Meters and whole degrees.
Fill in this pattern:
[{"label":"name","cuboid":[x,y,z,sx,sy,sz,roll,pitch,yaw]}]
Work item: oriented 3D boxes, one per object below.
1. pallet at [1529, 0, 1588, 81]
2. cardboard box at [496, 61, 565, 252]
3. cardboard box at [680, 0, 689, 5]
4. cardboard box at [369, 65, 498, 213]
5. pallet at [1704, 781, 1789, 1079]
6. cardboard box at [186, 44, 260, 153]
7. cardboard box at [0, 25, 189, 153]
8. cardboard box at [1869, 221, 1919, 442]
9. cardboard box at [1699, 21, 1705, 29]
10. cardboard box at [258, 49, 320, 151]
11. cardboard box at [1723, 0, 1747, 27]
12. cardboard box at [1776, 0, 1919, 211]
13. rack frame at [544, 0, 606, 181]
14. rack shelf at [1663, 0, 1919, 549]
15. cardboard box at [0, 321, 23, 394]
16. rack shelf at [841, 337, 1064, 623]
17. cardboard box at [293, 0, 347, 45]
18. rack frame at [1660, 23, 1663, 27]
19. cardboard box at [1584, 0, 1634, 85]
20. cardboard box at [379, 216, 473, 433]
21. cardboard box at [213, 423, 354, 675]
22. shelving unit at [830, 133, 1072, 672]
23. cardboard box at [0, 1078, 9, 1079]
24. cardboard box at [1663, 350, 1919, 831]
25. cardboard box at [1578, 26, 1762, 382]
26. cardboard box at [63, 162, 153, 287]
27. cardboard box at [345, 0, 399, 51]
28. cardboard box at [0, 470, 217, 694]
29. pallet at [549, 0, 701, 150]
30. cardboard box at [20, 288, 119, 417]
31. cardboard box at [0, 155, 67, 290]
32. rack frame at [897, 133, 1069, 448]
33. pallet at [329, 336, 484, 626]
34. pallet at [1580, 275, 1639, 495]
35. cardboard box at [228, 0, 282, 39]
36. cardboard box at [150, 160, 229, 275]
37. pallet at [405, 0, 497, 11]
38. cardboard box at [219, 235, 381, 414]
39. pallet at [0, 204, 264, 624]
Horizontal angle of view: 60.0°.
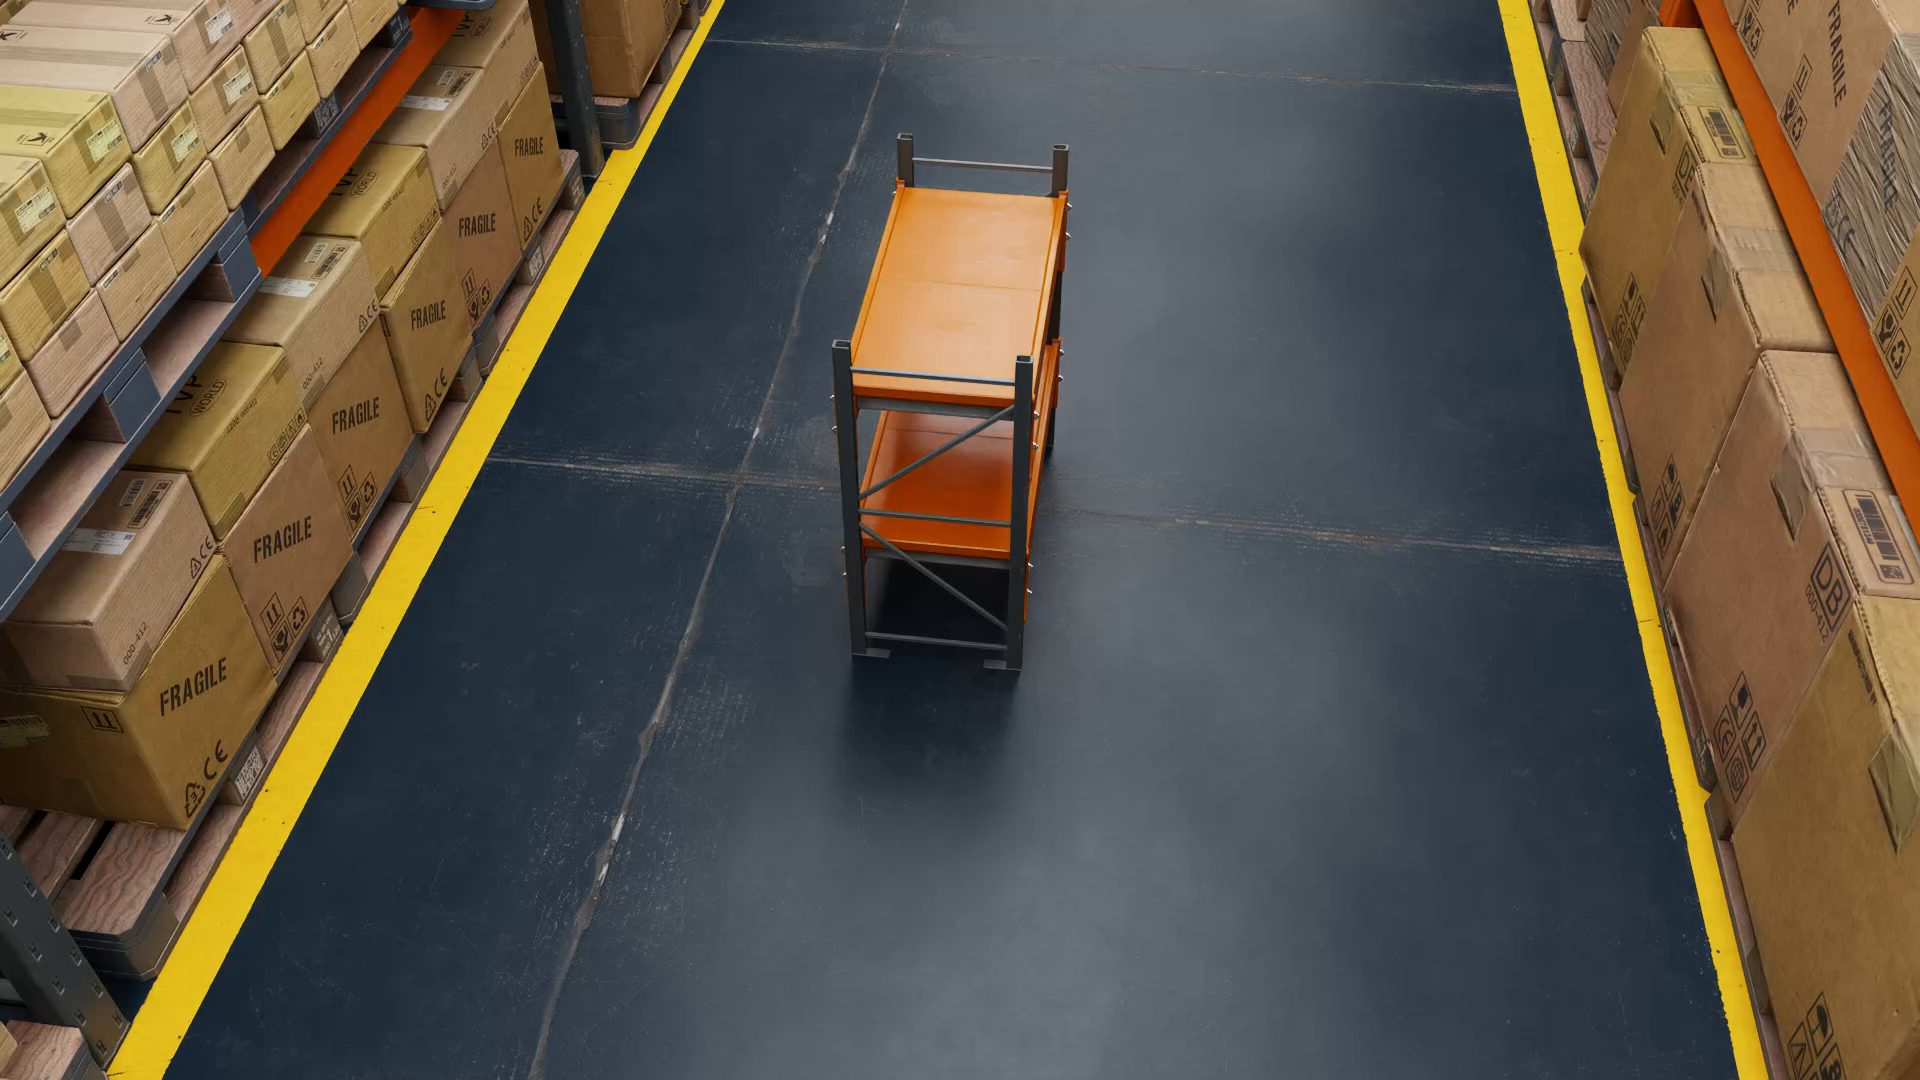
[{"label":"pallet","cuboid":[3.200,-2.475,7.711,1.003,0.211,1.213,5,44,6]},{"label":"cardboard box","cuboid":[-1.800,-1.419,6.079,0.500,0.500,0.500,5,44,5]},{"label":"cardboard box","cuboid":[-1.690,-2.985,7.551,1.050,0.750,0.750,6,44,6]},{"label":"cardboard box","cuboid":[-1.859,-1.328,5.438,0.500,0.250,0.500,6,44,6]},{"label":"pallet","cuboid":[2.430,1.080,3.956,1.003,0.211,1.213,5,44,6]},{"label":"cardboard box","cuboid":[-1.860,-1.030,3.817,0.380,0.149,0.250,7,44,7]},{"label":"cardboard box","cuboid":[-1.890,-0.959,3.526,0.380,0.149,0.250,5,44,5]},{"label":"cardboard box","cuboid":[2.328,-0.473,3.496,0.500,0.500,0.500,5,44,5]},{"label":"cardboard box","cuboid":[2.990,-2.110,6.249,0.500,0.250,0.500,7,44,7]},{"label":"cardboard box","cuboid":[-1.826,-1.098,4.106,0.380,0.149,0.250,5,44,5]},{"label":"cardboard box","cuboid":[2.597,-1.856,4.956,0.500,0.500,0.500,6,44,7]},{"label":"cardboard box","cuboid":[2.467,-1.155,4.215,0.500,0.500,0.500,5,44,5]},{"label":"rack frame","cuboid":[-1.972,-2.646,5.863,1.000,3.000,0.127,5,44,6]},{"label":"rack shelf","cuboid":[2.667,-0.502,4.122,1.077,0.370,4.000,5,44,6]},{"label":"cardboard box","cuboid":[-1.993,-0.316,3.063,0.380,0.149,0.250,6,44,6]},{"label":"rack shelf","cuboid":[-0.001,-0.226,5.027,0.538,0.278,1.000,5,44,6]},{"label":"cardboard box","cuboid":[-1.788,-1.382,4.189,0.380,0.149,0.250,4,44,5]},{"label":"rack frame","cuboid":[2.931,-2.126,5.314,1.000,3.000,0.127,5,44,6]},{"label":"cardboard box","cuboid":[3.060,-2.216,6.907,0.700,0.500,0.500,2,43,2]},{"label":"cardboard box","cuboid":[-1.926,-0.703,5.324,0.500,0.500,0.500,3,44,4]},{"label":"cardboard box","cuboid":[-2.072,-0.005,4.586,0.500,0.500,0.500,7,44,7]},{"label":"shelving unit","cuboid":[-0.001,-0.404,4.858,0.538,1.125,1.048,5,44,6]},{"label":"cardboard box","cuboid":[-2.215,1.261,3.505,0.380,0.149,0.250,6,44,6]},{"label":"cardboard box","cuboid":[2.584,0.172,4.127,1.225,0.875,0.875,4,44,4]},{"label":"cardboard box","cuboid":[2.819,-1.039,5.405,1.225,0.875,0.875,3,44,4]},{"label":"cardboard box","cuboid":[-1.927,-0.669,3.435,0.380,0.149,0.250,6,44,7]},{"label":"cardboard box","cuboid":[-1.756,-1.456,4.483,0.380,0.149,0.250,6,44,7]},{"label":"cardboard box","cuboid":[-2.141,0.083,3.948,0.500,0.250,0.500,3,44,4]},{"label":"pallet","cuboid":[-1.793,-2.164,7.382,1.003,0.211,1.213,5,44,6]},{"label":"cardboard box","cuboid":[-1.962,-0.397,3.365,0.380,0.149,0.250,6,44,6]},{"label":"cardboard box","cuboid":[-1.962,-0.615,3.162,0.380,0.149,0.250,6,44,7]},{"label":"rack frame","cuboid":[0.066,-0.750,5.224,0.500,1.125,0.032,5,44,6]},{"label":"pallet","cuboid":[-2.241,-0.272,5.384,1.003,0.211,1.213,5,44,6]},{"label":"pallet","cuboid":[2.752,-0.583,5.712,1.003,0.211,1.213,5,44,6]},{"label":"cardboard box","cuboid":[-1.823,-1.305,3.891,0.380,0.149,0.250,7,44,7]},{"label":"cardboard box","cuboid":[-1.891,-0.738,3.725,0.380,0.149,0.250,6,44,6]},{"label":"pallet","cuboid":[-1.961,-2.081,5.406,1.213,0.211,1.003,5,44,6]},{"label":"cardboard box","cuboid":[-2.002,-0.627,4.698,0.500,0.250,0.500,7,44,7]},{"label":"pallet","cuboid":[-2.256,-0.358,3.586,1.003,0.211,1.213,5,44,6]}]
